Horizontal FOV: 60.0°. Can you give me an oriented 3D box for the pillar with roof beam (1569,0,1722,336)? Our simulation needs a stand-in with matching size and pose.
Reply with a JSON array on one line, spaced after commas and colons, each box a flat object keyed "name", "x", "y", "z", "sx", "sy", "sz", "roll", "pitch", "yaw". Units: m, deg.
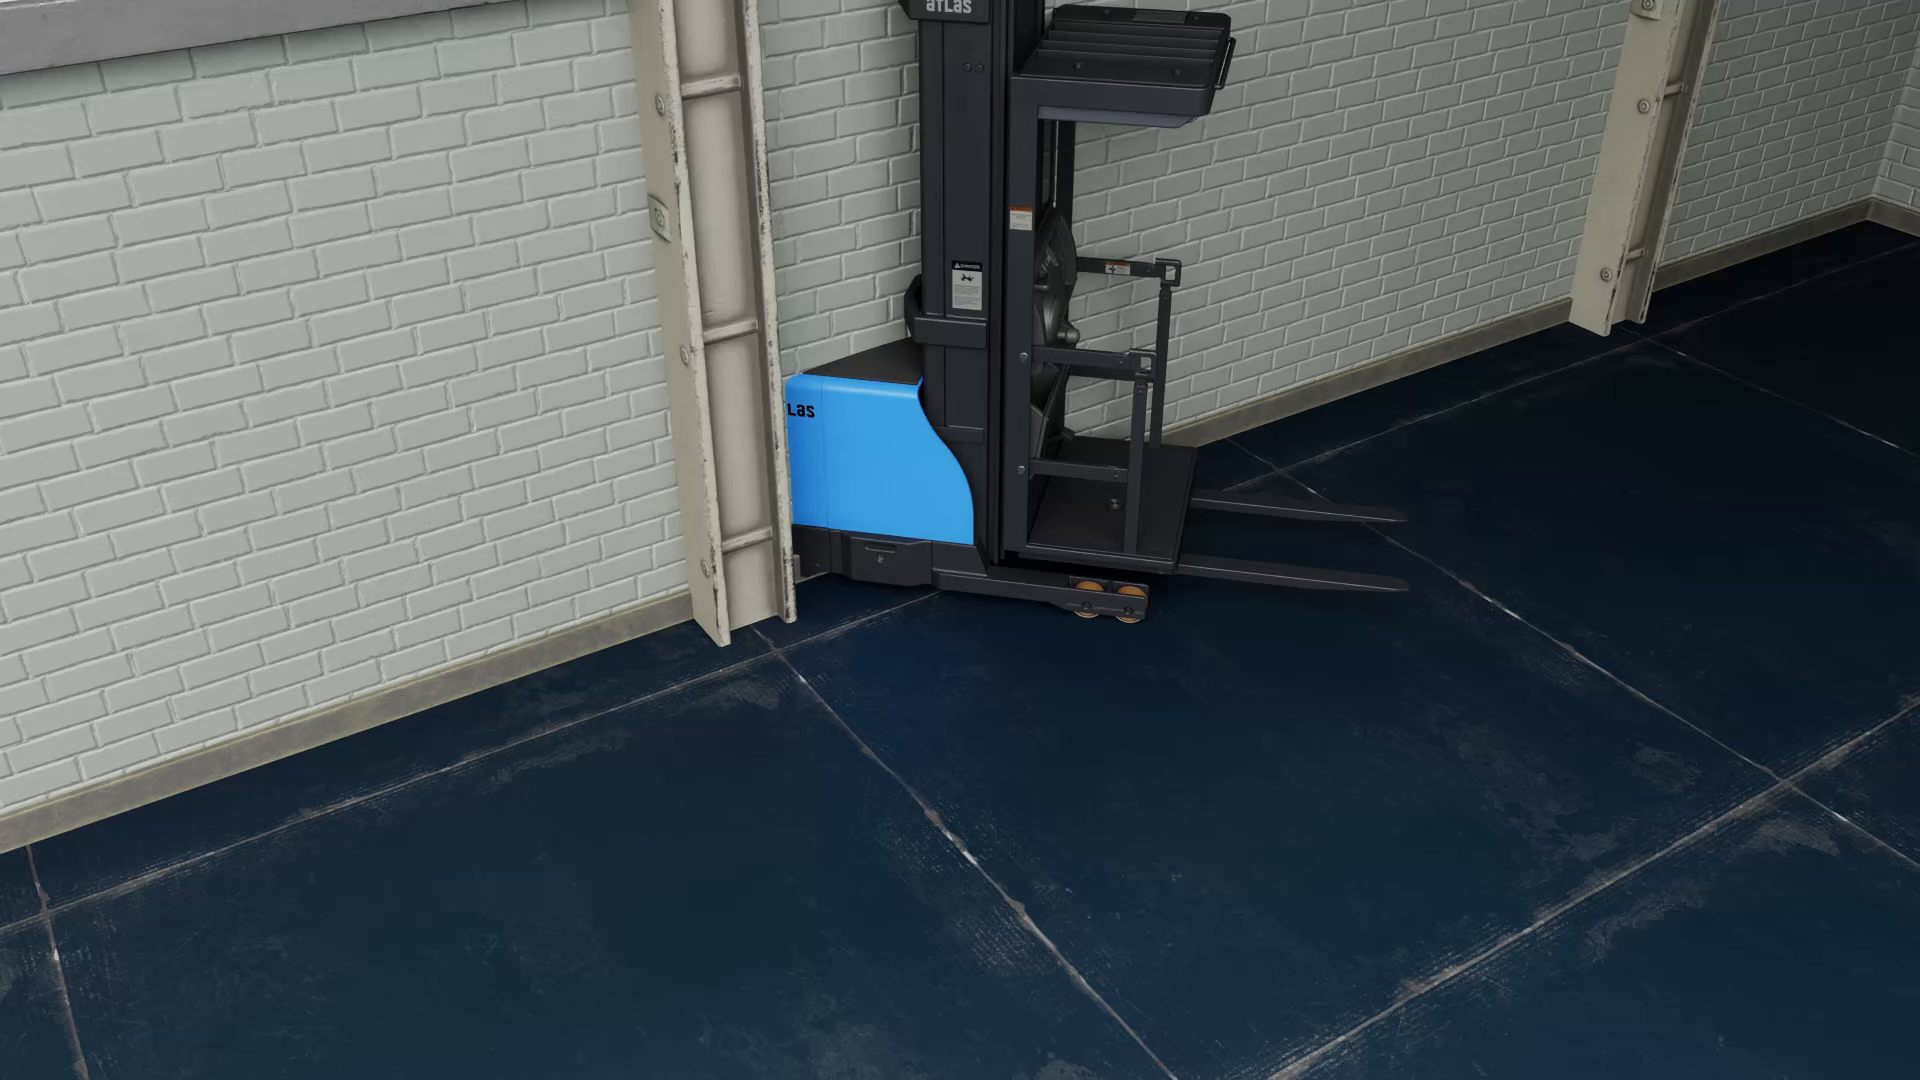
[{"name": "pillar with roof beam", "x": 6.378, "y": -3.254, "z": 4.973, "sx": 0.400, "sy": 9.000, "sz": 9.100, "roll": -19, "pitch": 37, "yaw": -27}]

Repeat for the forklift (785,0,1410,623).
[{"name": "forklift", "x": 0.610, "y": -1.170, "z": 7.357, "sx": 3.031, "sy": 2.935, "sz": 1.130, "roll": 7, "pitch": 33, "yaw": 10}]

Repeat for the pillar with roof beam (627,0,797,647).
[{"name": "pillar with roof beam", "x": 1.335, "y": -1.519, "z": 2.224, "sx": 0.400, "sy": 9.000, "sz": 9.100, "roll": -19, "pitch": 37, "yaw": -27}]
